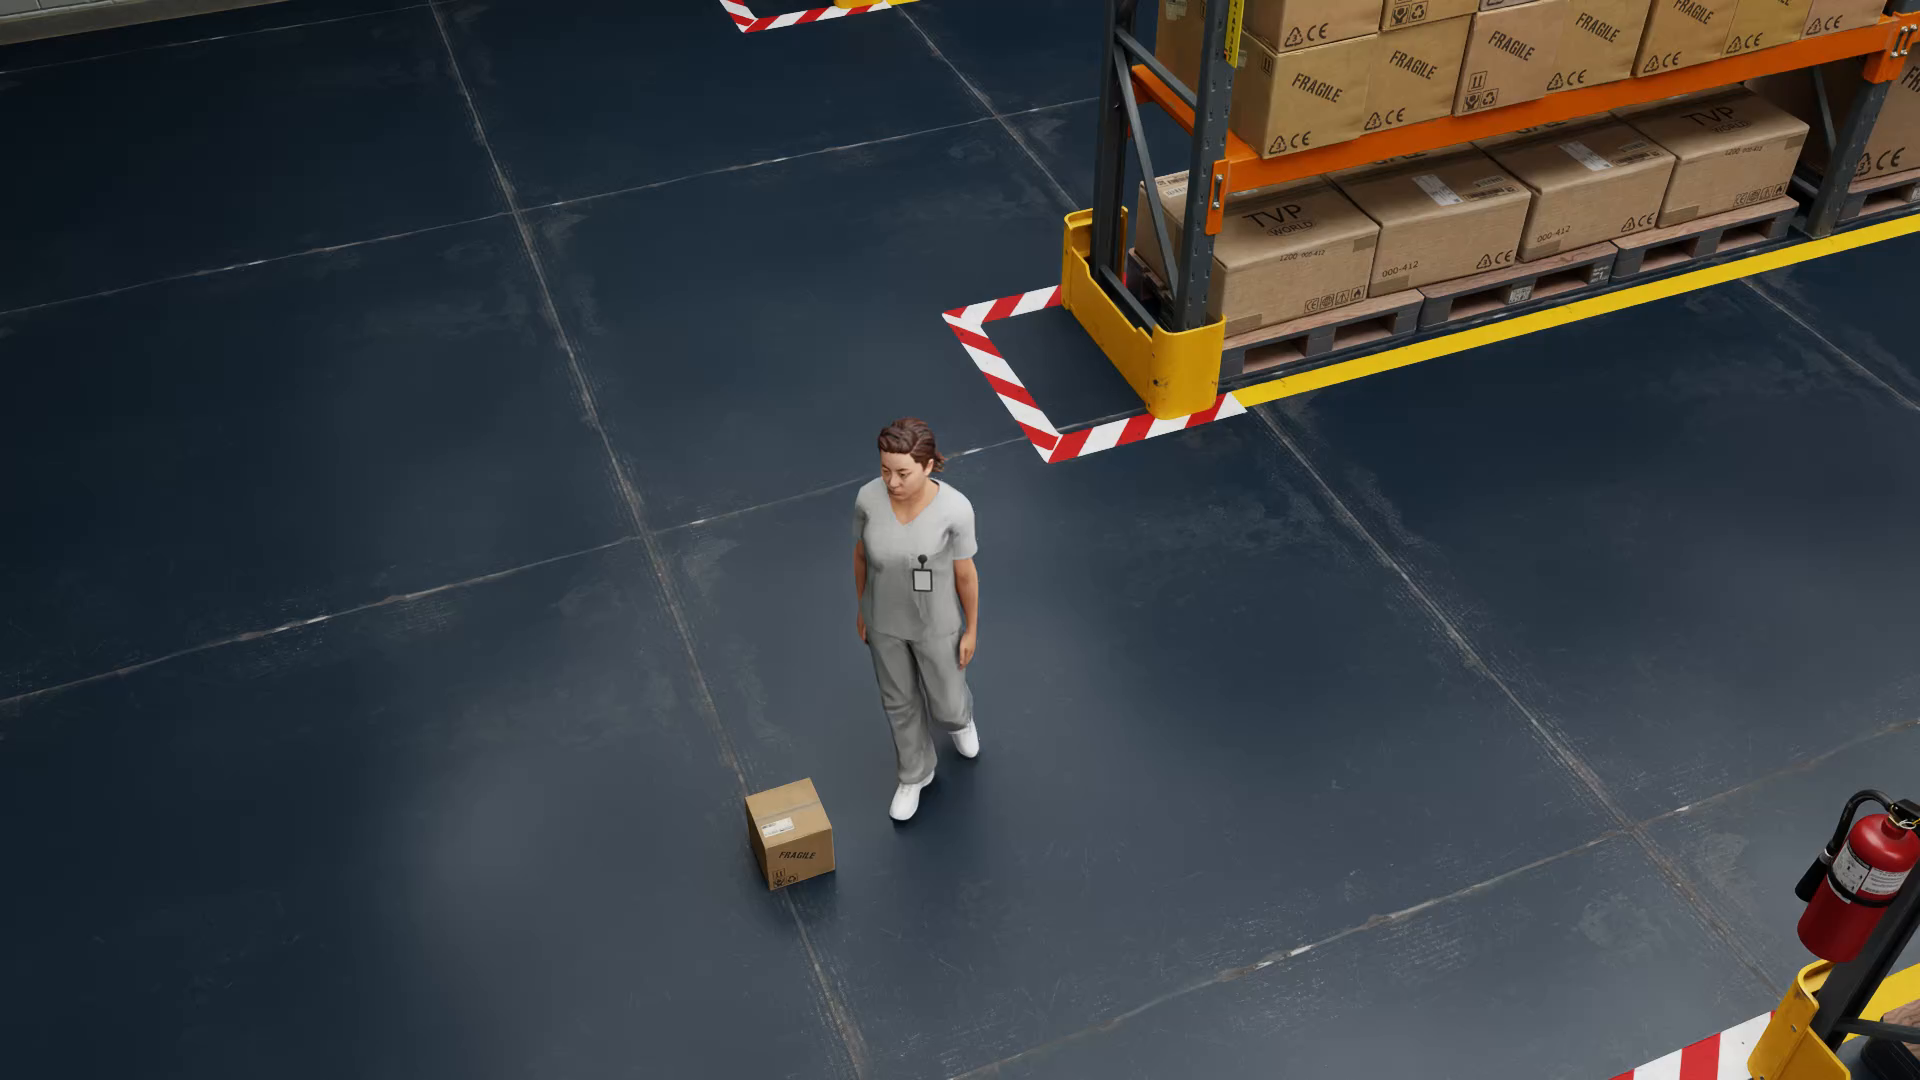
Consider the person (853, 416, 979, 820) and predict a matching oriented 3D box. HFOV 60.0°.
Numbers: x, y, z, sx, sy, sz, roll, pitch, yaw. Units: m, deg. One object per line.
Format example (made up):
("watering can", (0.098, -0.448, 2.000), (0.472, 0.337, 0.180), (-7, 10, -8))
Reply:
("person", (-0.152, 0.264, 5.855), (0.460, 1.666, 0.575), (10, 43, 11))
